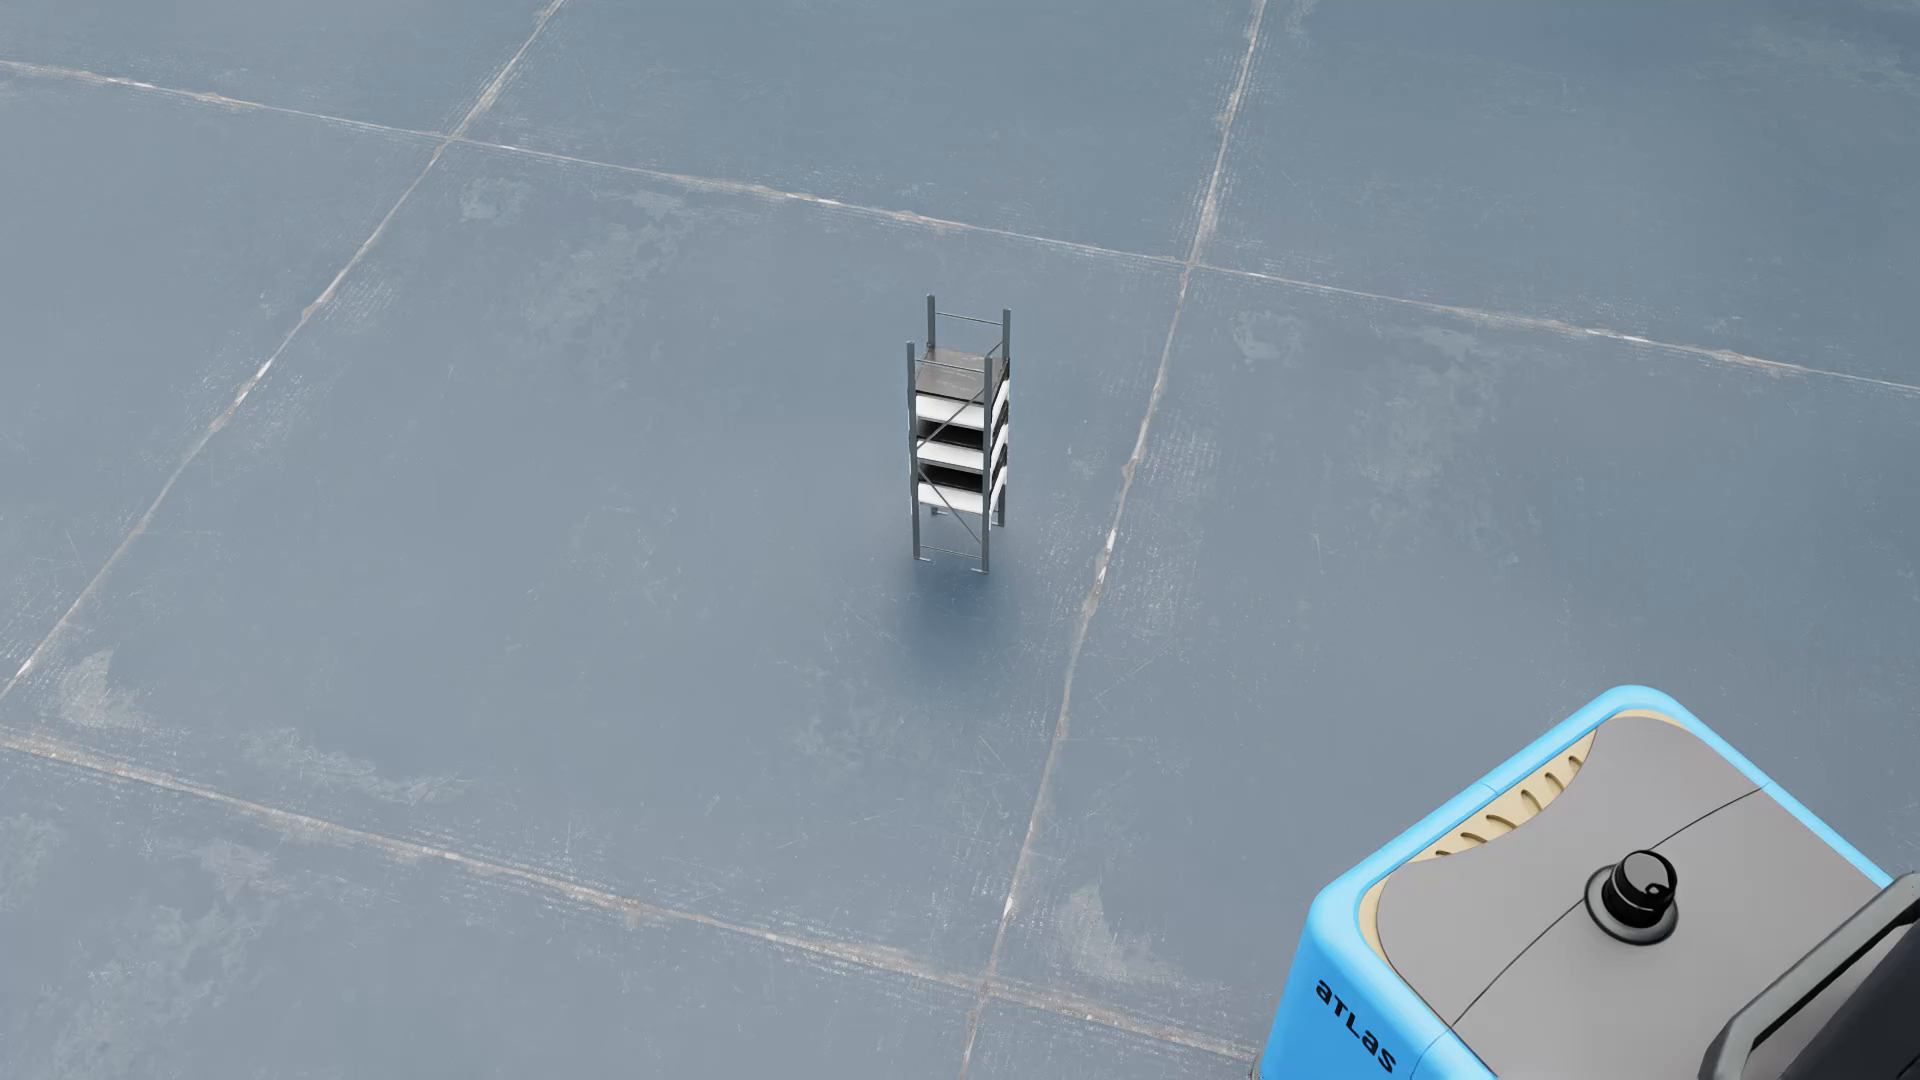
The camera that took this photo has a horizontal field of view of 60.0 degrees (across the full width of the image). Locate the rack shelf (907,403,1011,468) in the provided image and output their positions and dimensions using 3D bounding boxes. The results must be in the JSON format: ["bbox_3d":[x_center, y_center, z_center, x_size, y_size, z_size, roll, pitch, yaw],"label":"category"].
[{"bbox_3d":[-0.002,-0.329,4.865,0.258,0.077,0.200,12,50,10],"label":"rack shelf"}]

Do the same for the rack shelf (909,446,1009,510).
[{"bbox_3d":[-0.002,-0.210,5.000,0.258,0.077,0.200,12,50,10],"label":"rack shelf"}]

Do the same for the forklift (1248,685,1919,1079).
[{"bbox_3d":[1.918,1.140,2.289,1.130,2.935,3.031,-28,54,-22],"label":"forklift"}]

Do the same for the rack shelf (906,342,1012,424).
[{"bbox_3d":[-0.002,-0.449,4.730,0.258,0.077,0.200,12,50,10],"label":"rack shelf"}]

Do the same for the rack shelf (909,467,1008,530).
[{"bbox_3d":[-0.002,-0.151,5.067,0.258,0.077,0.200,12,50,10],"label":"rack shelf"}]

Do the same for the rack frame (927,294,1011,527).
[{"bbox_3d":[0.025,-0.365,4.972,0.240,0.900,0.006,12,50,10],"label":"rack frame"}]

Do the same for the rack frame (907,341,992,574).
[{"bbox_3d":[-0.029,-0.218,4.843,0.240,0.900,0.006,12,50,10],"label":"rack frame"}]

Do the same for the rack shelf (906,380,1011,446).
[{"bbox_3d":[-0.002,-0.389,4.797,0.258,0.077,0.200,12,50,10],"label":"rack shelf"}]

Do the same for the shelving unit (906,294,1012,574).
[{"bbox_3d":[-0.002,-0.292,4.907,0.258,0.900,0.210,12,50,10],"label":"shelving unit"}]

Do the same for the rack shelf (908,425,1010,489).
[{"bbox_3d":[-0.002,-0.270,4.932,0.258,0.077,0.200,12,50,10],"label":"rack shelf"}]
